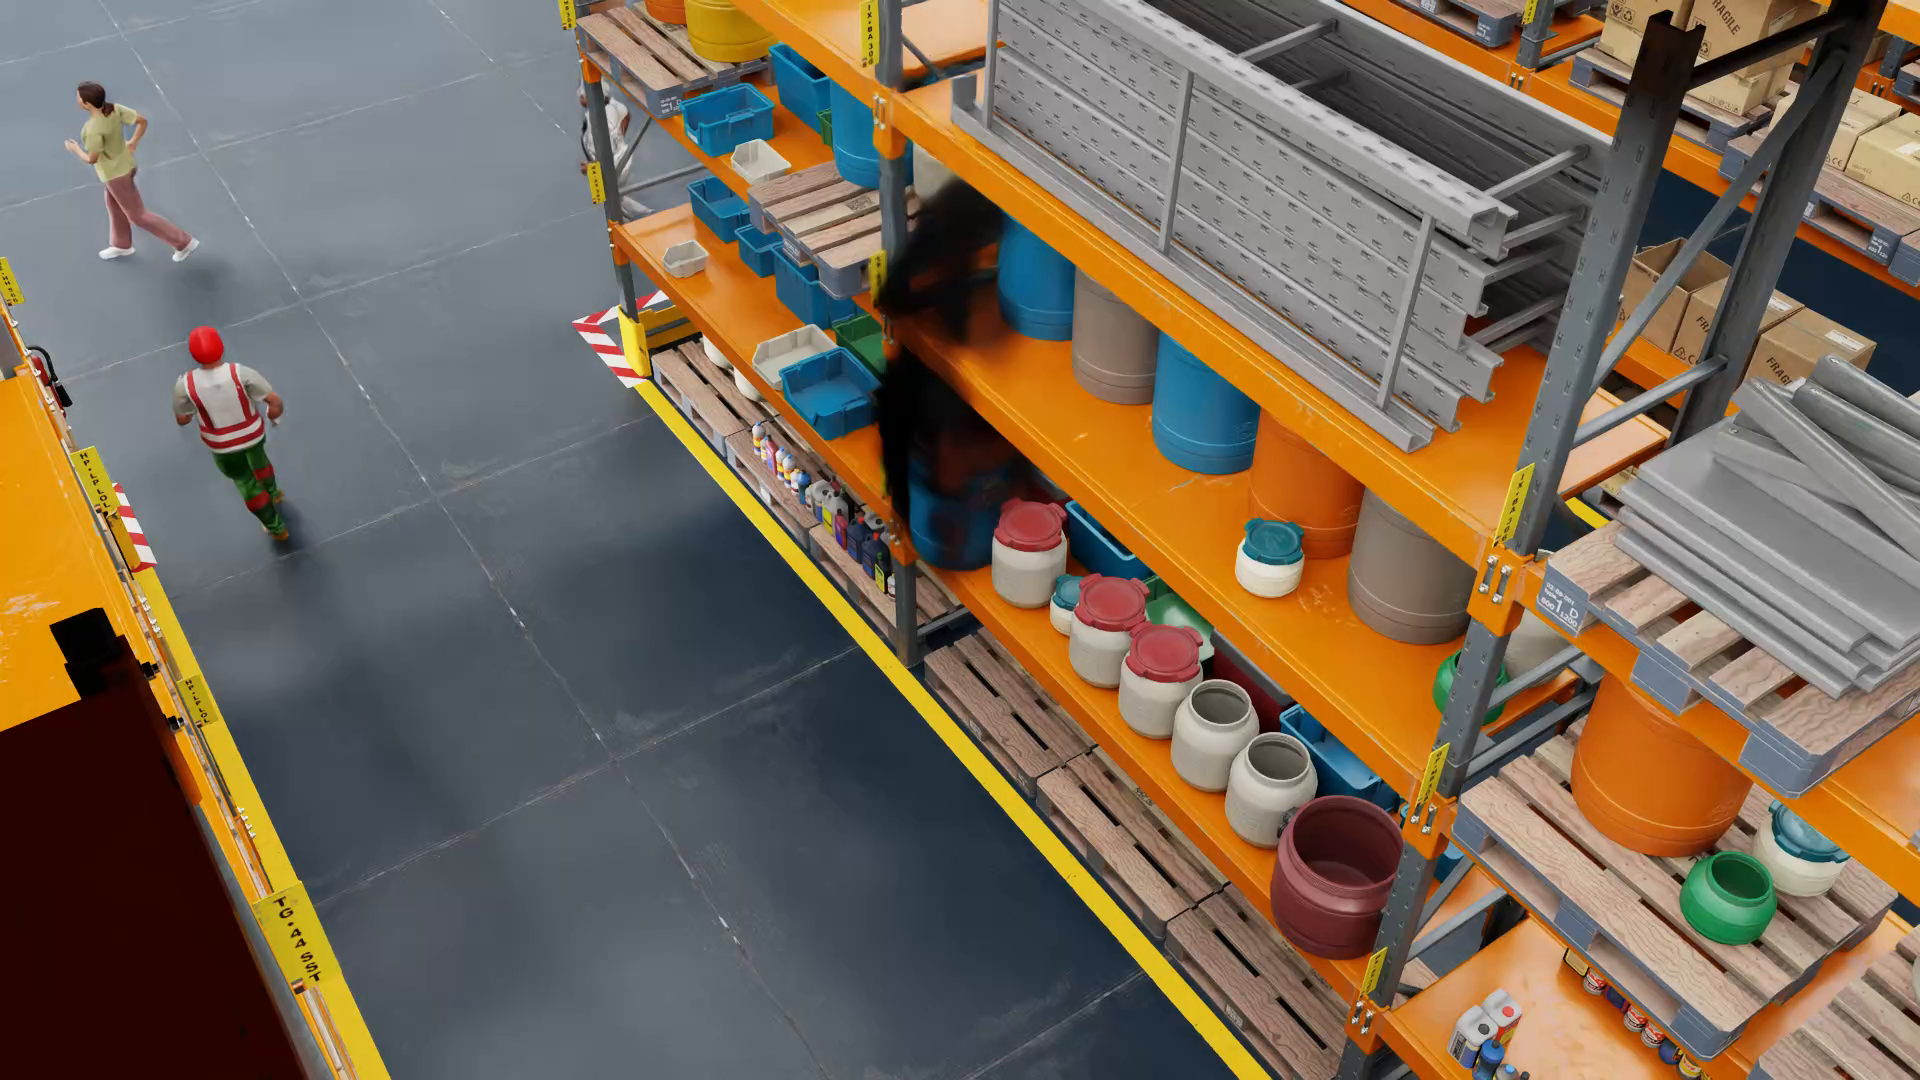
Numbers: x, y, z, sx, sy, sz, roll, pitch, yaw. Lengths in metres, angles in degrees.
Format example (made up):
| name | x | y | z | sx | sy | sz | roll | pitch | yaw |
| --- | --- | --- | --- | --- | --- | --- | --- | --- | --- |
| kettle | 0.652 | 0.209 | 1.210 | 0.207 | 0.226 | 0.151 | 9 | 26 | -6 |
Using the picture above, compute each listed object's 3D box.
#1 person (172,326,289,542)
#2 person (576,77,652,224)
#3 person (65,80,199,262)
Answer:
| name | x | y | z | sx | sy | sz | roll | pitch | yaw |
| --- | --- | --- | --- | --- | --- | --- | --- | --- | --- |
| person | -4.907 | -0.743 | 11.249 | 0.638 | 1.767 | 0.769 | -23 | 48 | -23 |
| person | -2.921 | -3.139 | 13.966 | 0.504 | 1.639 | 0.621 | 0 | 43 | 0 |
| person | -6.957 | -3.028 | 13.775 | 0.947 | 1.662 | 0.577 | 0 | 43 | 0 |
